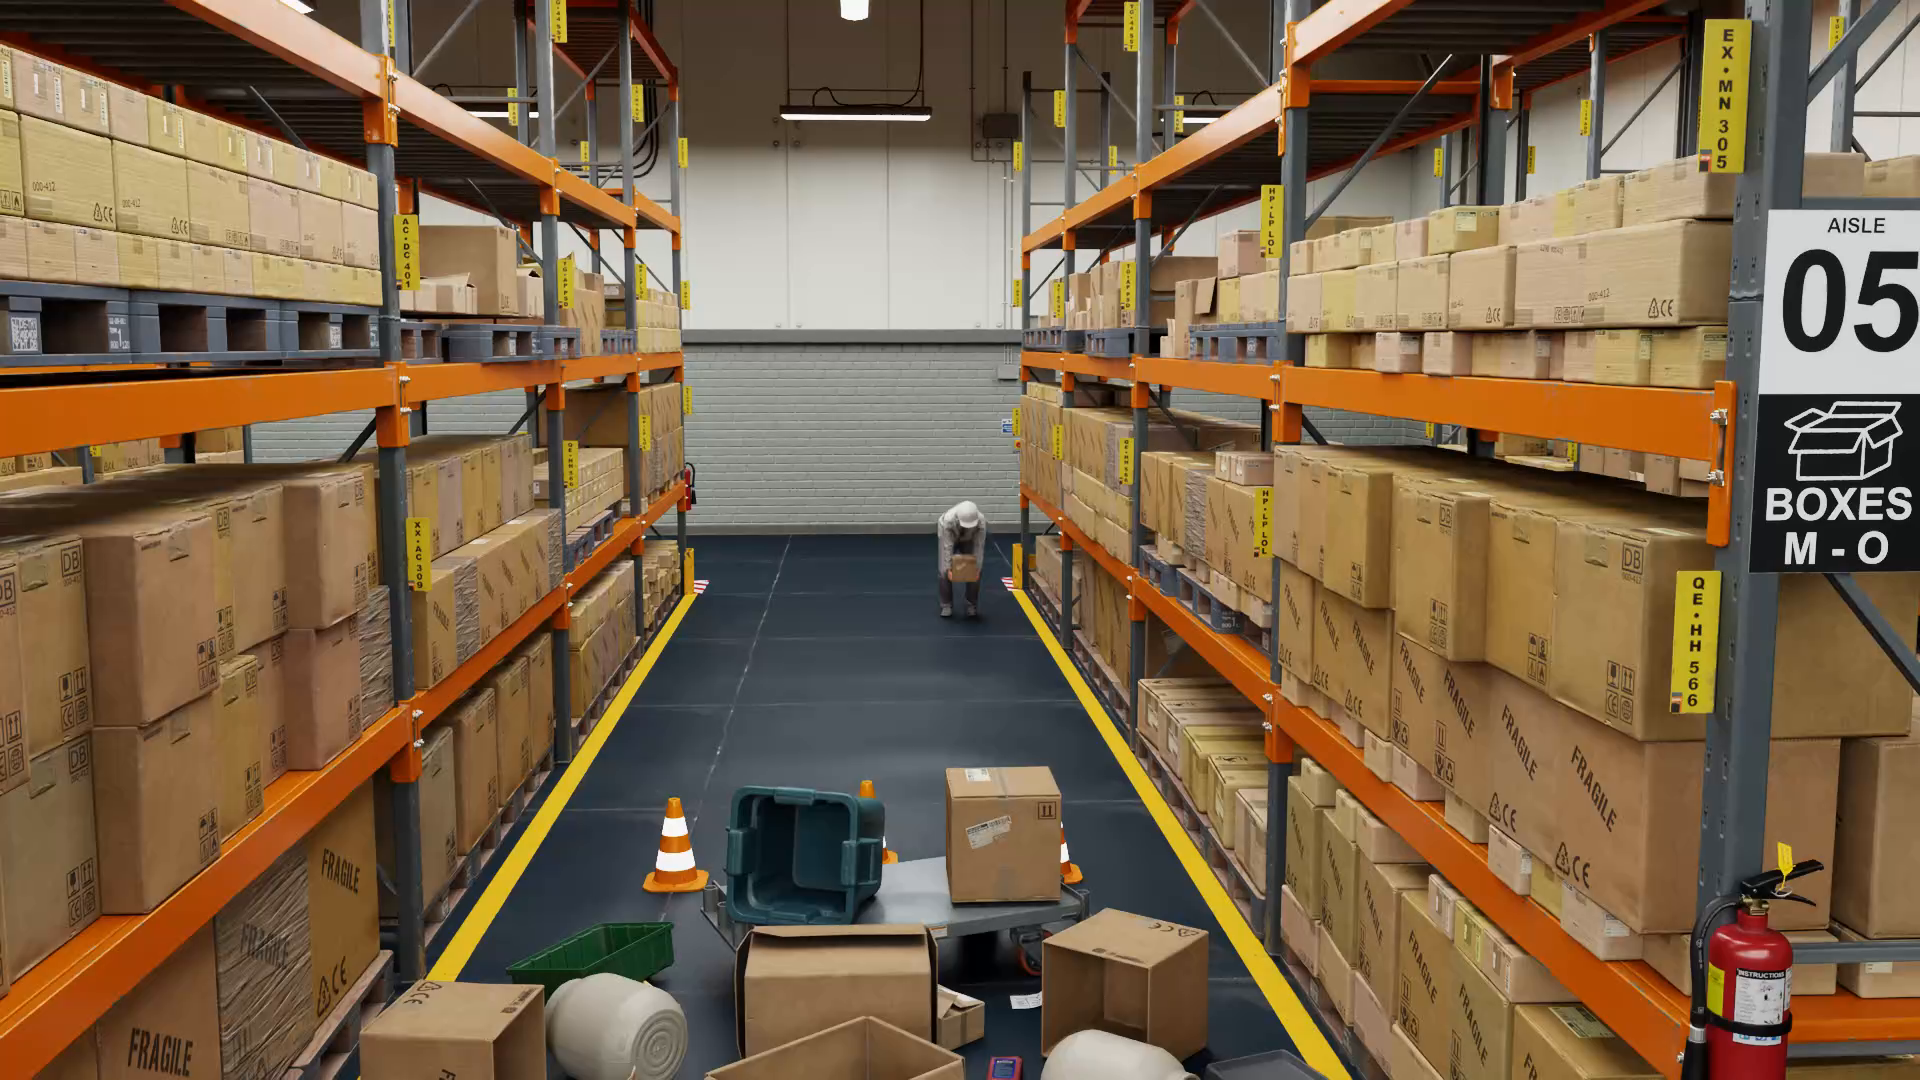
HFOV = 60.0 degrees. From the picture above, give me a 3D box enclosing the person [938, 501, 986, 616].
[{"bbox_3d":[0.023,0.193,17.576,0.483,1.286,0.959,-1,7,-6],"label":"person"}]
